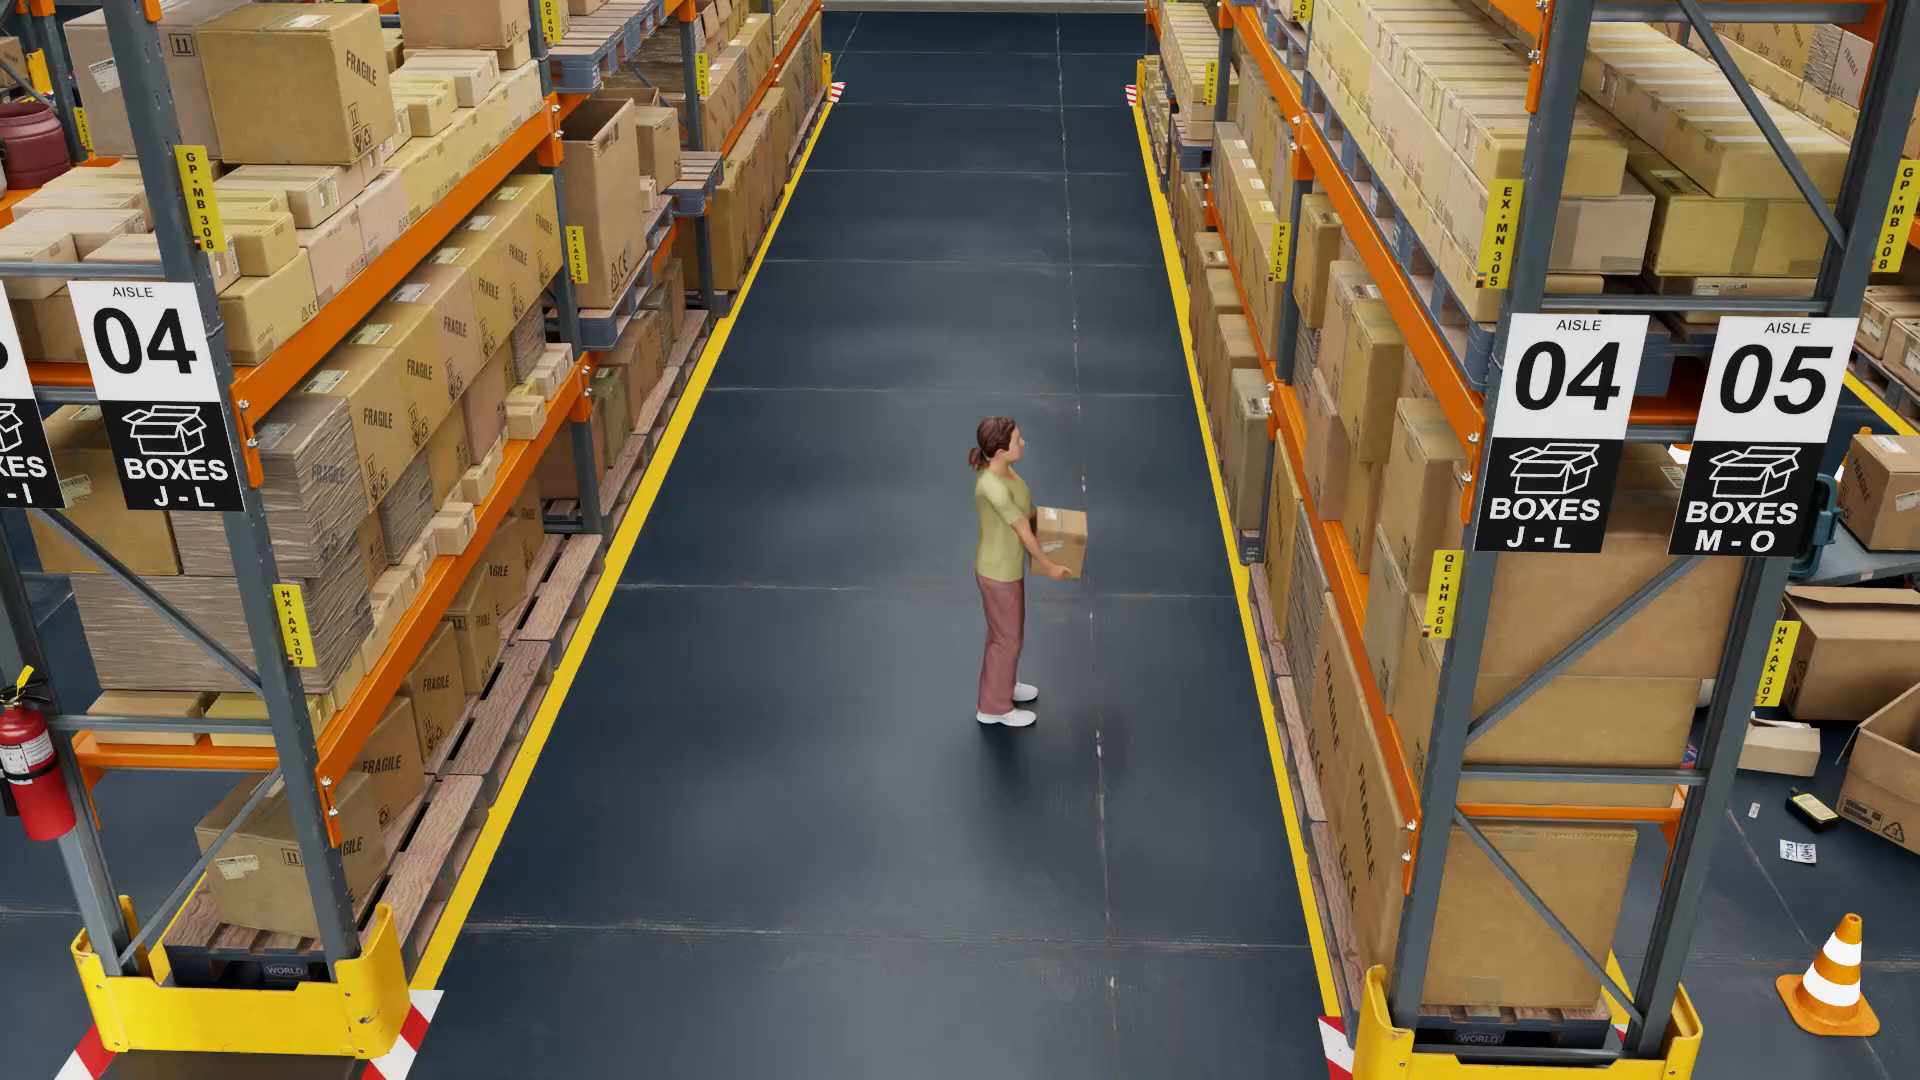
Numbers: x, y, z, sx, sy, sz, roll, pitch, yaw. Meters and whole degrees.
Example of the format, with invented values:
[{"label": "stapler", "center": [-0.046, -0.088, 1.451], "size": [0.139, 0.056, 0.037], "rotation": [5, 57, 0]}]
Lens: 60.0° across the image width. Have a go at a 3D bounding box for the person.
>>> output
[{"label": "person", "center": [0.297, 0.151, 8.352], "size": [0.538, 1.668, 0.404], "rotation": [1, 28, 2]}]
